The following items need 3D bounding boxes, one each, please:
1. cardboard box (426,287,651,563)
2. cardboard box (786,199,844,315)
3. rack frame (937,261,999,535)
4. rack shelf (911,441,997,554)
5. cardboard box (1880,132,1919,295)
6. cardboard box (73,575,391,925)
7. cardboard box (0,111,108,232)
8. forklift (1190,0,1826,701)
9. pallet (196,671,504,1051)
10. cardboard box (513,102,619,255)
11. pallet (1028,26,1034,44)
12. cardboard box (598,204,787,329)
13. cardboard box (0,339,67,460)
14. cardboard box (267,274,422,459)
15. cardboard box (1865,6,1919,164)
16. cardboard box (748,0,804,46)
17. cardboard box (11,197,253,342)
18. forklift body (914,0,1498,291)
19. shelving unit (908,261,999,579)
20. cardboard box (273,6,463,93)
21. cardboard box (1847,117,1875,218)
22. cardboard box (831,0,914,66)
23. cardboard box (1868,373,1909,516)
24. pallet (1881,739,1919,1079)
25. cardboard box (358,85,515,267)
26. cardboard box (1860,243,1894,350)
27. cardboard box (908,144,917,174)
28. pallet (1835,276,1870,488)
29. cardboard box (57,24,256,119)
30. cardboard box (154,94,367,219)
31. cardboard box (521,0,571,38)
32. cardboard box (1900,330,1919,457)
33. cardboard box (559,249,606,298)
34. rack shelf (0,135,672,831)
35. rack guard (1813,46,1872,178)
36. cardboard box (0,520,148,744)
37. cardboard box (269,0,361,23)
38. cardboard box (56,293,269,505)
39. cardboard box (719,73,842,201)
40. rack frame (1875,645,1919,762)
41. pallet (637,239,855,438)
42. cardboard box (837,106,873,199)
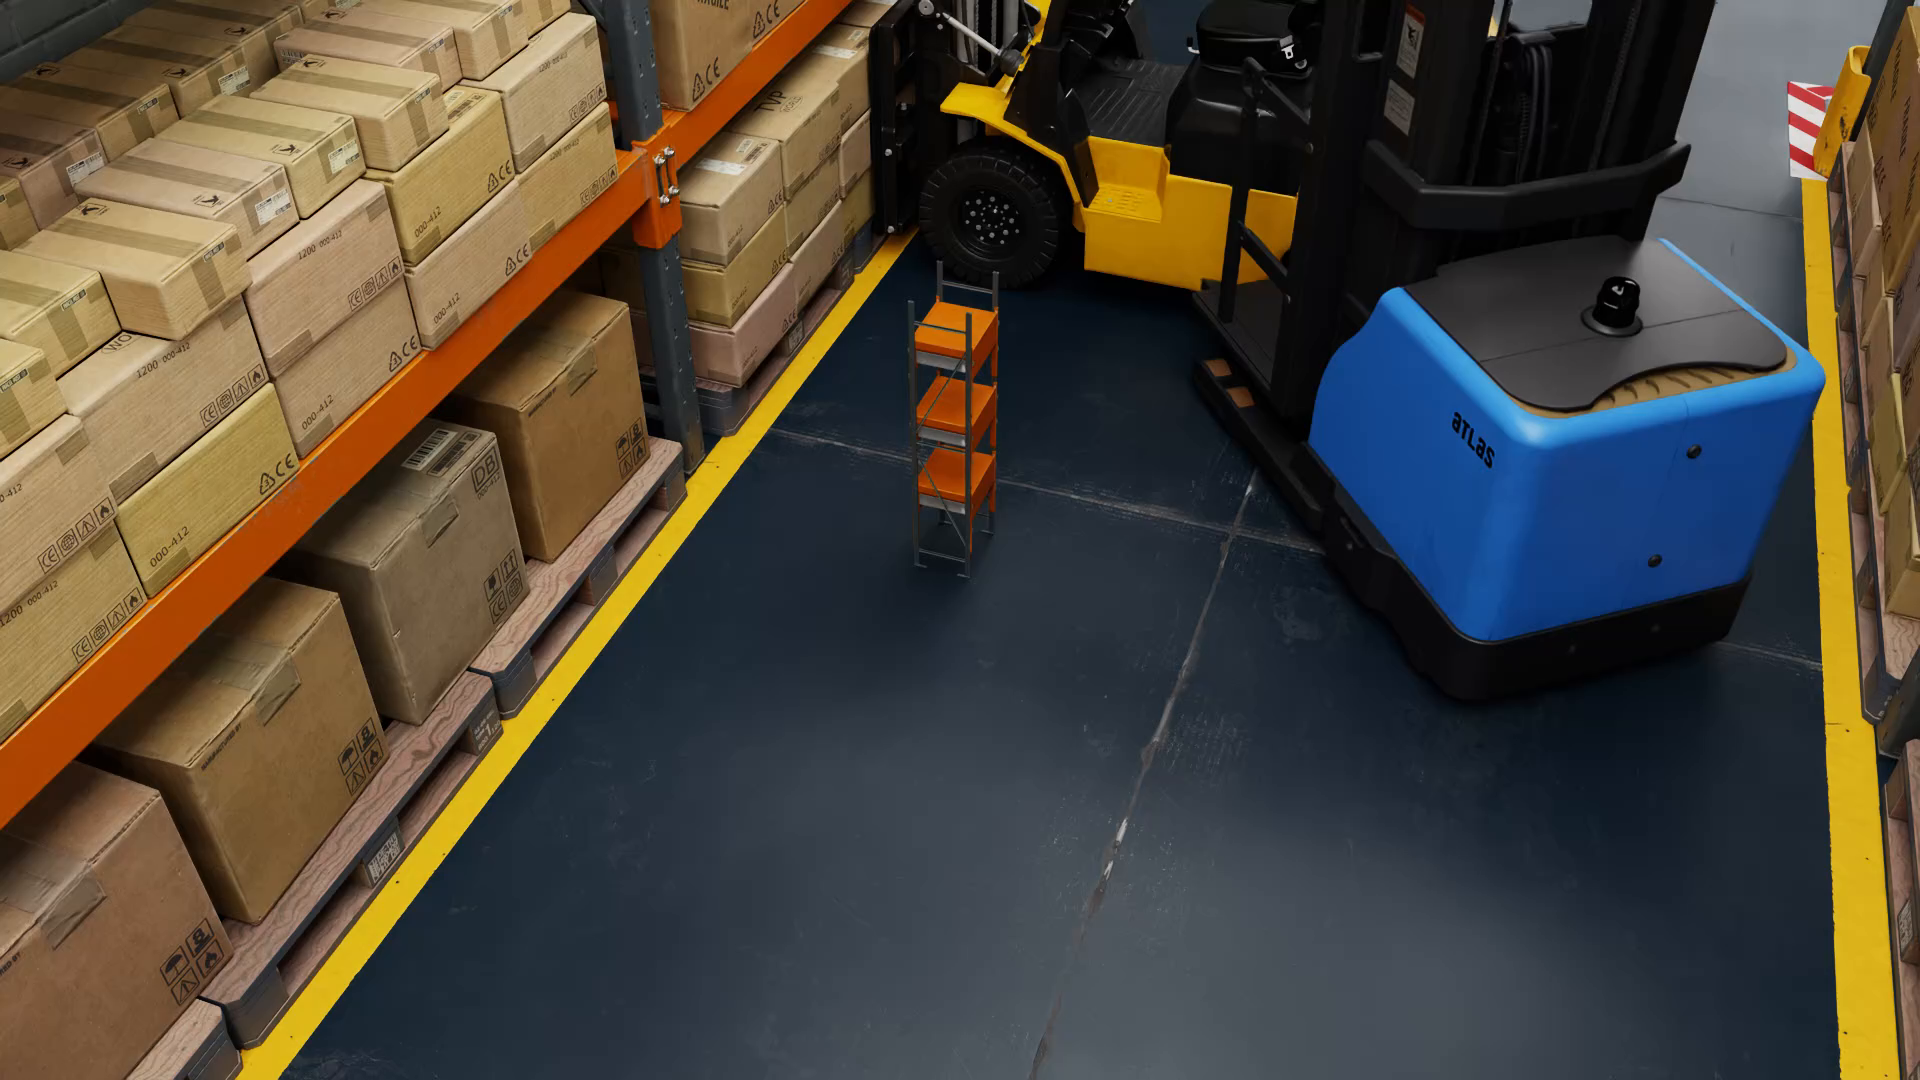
[{"bbox_3d":[-1.590,-0.453,5.476,0.875,0.625,0.625,15,43,17],"label":"cardboard box"},{"bbox_3d":[-0.787,-1.166,6.600,0.500,0.250,0.500,12,42,14],"label":"cardboard box"},{"bbox_3d":[0.023,-0.441,5.458,0.200,1.050,0.008,13,42,15],"label":"rack frame"},{"bbox_3d":[-0.018,-0.147,5.558,0.215,0.259,0.240,13,42,15],"label":"rack shelf"},{"bbox_3d":[3.714,-1.187,6.048,0.500,0.500,0.500,14,42,16],"label":"cardboard box"},{"bbox_3d":[-2.118,0.478,4.385,0.875,0.625,0.625,12,42,13],"label":"cardboard box"},{"bbox_3d":[-2.230,-0.869,3.881,0.380,0.149,0.250,13,42,15],"label":"cardboard box"},{"bbox_3d":[1.531,-1.592,5.358,1.130,2.935,3.031,-12,42,-14],"label":"forklift"},{"bbox_3d":[-2.053,0.748,4.710,1.003,0.211,1.213,13,42,15],"label":"pallet"},{"bbox_3d":[-1.349,-1.095,4.838,0.500,0.250,0.500,14,42,16],"label":"cardboard box"},{"bbox_3d":[-0.277,-2.420,8.424,1.003,0.211,1.213,13,42,15],"label":"pallet"},{"bbox_3d":[-0.967,-1.048,6.077,0.500,0.250,0.500,13,42,15],"label":"cardboard box"},{"bbox_3d":[-1.973,-0.281,3.191,0.380,0.149,0.250,14,42,16],"label":"cardboard box"},{"bbox_3d":[-1.714,-0.491,4.130,0.500,0.250,0.500,14,42,15],"label":"cardboard box"},{"bbox_3d":[4.068,-1.811,6.779,0.500,0.500,0.500,12,42,14],"label":"cardboard box"},{"bbox_3d":[-0.863,-2.089,5.811,0.500,0.500,0.500,14,42,16],"label":"cardboard box"},{"bbox_3d":[-1.758,-0.580,3.541,0.380,0.149,0.250,12,42,14],"label":"cardboard box"},{"bbox_3d":[1.011,-2.072,6.522,2.313,2.155,1.214,13,42,15],"label":"forklift body"},{"bbox_3d":[-0.018,-0.367,5.371,0.215,1.050,0.252,13,42,15],"label":"shelving unit"},{"bbox_3d":[-1.535,-1.245,4.322,0.380,0.149,0.250,13,42,15],"label":"cardboard box"},{"bbox_3d":[4.075,-1.541,7.040,0.500,0.250,0.500,13,42,15],"label":"cardboard box"},{"bbox_3d":[-0.432,-2.171,7.008,0.500,0.250,0.500,12,42,14],"label":"cardboard box"},{"bbox_3d":[3.365,-0.279,5.561,0.500,0.250,0.500,12,42,14],"label":"cardboard box"},{"bbox_3d":[2.978,1.118,4.277,1.003,0.211,1.213,13,42,15],"label":"pallet"},{"bbox_3d":[-1.519,-0.979,4.316,0.500,0.250,0.500,12,42,14],"label":"cardboard box"},{"bbox_3d":[3.719,-0.895,6.283,0.500,0.250,0.500,16,43,18],"label":"cardboard box"},{"bbox_3d":[-0.434,-1.788,7.329,0.500,0.250,0.500,15,43,16],"label":"cardboard box"},{"bbox_3d":[3.855,-0.521,6.198,1.003,0.211,1.213,13,42,15],"label":"pallet"},{"bbox_3d":[-2.039,-1.171,4.234,0.380,0.149,0.250,13,42,15],"label":"cardboard box"},{"bbox_3d":[-1.649,-0.910,3.928,0.380,0.149,0.250,12,42,14],"label":"cardboard box"},{"bbox_3d":[-1.331,-1.544,4.672,0.380,0.149,0.250,15,43,17],"label":"cardboard box"},{"bbox_3d":[3.366,-0.548,5.298,0.500,0.500,0.500,14,42,16],"label":"cardboard box"},{"bbox_3d":[-1.449,-1.163,6.212,0.500,0.250,0.500,12,42,14],"label":"cardboard box"},{"bbox_3d":[-2.107,-0.024,4.021,1.077,0.370,4.000,13,42,15],"label":"rack shelf"},{"bbox_3d":[4.585,-1.860,7.545,1.175,0.500,0.348,13,42,15],"label":"rack guard"},{"bbox_3d":[-2.063,0.142,3.388,0.500,0.250,0.500,12,42,14],"label":"cardboard box"},{"bbox_3d":[-1.885,-1.483,4.601,0.380,0.149,0.250,12,42,14],"label":"cardboard box"},{"bbox_3d":[-1.890,-0.365,3.597,0.500,0.250,0.500,14,42,16],"label":"cardboard box"},{"bbox_3d":[-0.778,-1.546,6.276,0.500,0.250,0.500,13,42,15],"label":"cardboard box"},{"bbox_3d":[3.243,-0.418,3.929,1.000,3.000,0.127,13,42,15],"label":"rack frame"},{"bbox_3d":[-1.111,-0.932,6.680,1.003,0.211,1.213,13,42,15],"label":"pallet"},{"bbox_3d":[-0.614,-1.659,6.793,0.500,0.250,0.500,13,42,15],"label":"cardboard box"}]
